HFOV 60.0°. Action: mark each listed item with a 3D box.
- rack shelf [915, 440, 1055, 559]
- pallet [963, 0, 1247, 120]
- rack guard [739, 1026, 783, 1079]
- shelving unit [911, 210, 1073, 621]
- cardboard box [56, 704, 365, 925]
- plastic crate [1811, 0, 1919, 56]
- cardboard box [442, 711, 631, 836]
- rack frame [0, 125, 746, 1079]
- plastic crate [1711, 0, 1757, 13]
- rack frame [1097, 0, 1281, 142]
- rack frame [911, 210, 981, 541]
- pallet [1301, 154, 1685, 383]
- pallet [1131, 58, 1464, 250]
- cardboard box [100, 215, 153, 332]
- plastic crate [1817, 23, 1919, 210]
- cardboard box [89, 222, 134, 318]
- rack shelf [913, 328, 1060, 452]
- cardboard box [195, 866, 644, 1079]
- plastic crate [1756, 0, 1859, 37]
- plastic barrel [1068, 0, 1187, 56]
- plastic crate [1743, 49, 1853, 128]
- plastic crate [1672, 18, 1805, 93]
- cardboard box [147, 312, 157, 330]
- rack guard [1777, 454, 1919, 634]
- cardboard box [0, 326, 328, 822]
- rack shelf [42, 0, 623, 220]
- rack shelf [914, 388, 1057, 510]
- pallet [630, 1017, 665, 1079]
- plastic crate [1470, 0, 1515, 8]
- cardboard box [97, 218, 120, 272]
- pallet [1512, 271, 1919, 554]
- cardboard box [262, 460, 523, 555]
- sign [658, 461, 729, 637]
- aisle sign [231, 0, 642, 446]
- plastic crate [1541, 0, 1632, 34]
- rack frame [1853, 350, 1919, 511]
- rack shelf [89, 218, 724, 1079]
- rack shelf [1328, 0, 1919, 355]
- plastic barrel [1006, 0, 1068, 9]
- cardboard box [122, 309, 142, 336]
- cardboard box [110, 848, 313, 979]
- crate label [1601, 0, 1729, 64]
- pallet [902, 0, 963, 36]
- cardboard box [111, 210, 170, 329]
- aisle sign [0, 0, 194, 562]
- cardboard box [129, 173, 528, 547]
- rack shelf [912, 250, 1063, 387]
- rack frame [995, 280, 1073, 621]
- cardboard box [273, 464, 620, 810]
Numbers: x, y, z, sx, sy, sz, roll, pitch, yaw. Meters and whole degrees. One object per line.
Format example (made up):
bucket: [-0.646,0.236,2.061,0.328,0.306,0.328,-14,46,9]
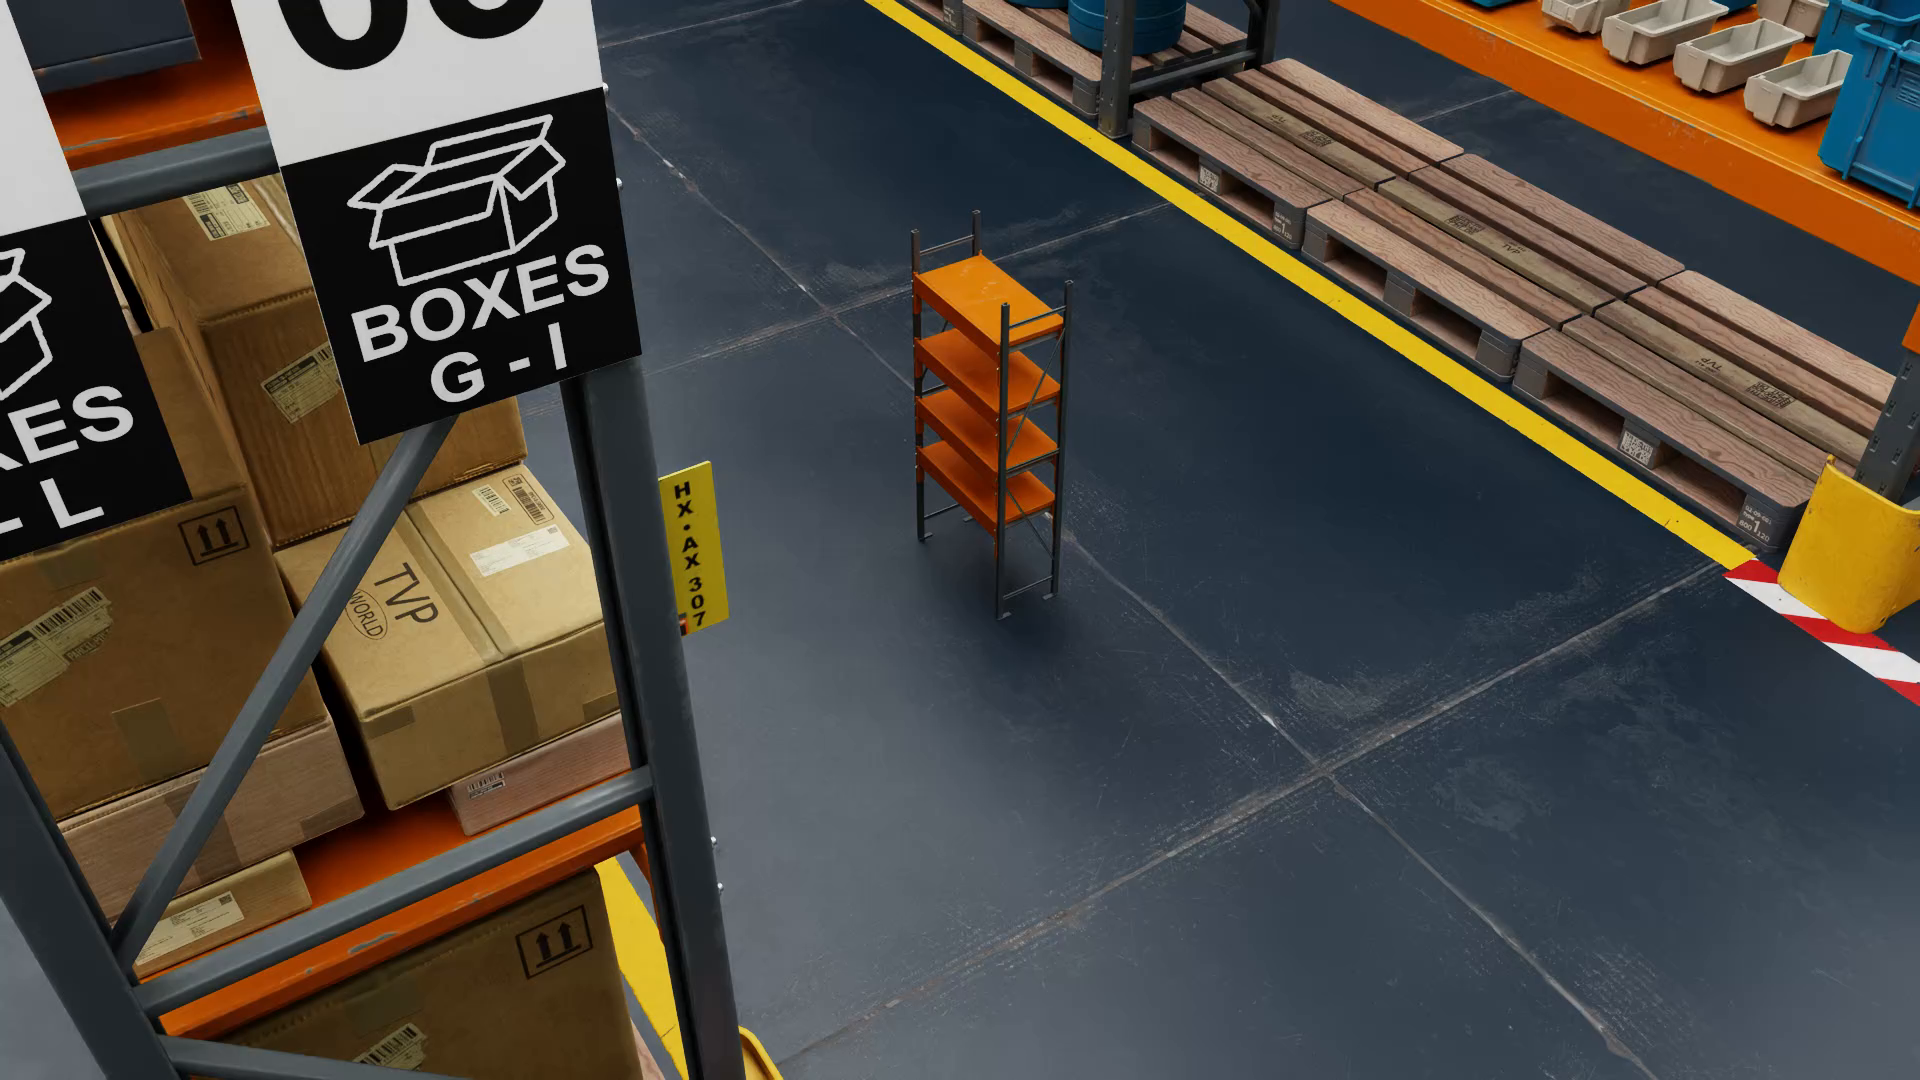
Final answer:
rack shelf: [0.089,-0.167,5.429,0.258,0.148,0.480,-22,45,-24]
pallet: [0.748,-2.652,8.768,1.003,0.211,1.213,-22,45,-24]
rack guard: [-0.885,1.545,3.506,1.175,0.500,0.348,-22,45,-24]
shelving unit: [0.089,-0.372,5.259,0.258,1.200,0.503,-22,45,-24]
cardboard box: [-1.382,0.344,2.878,0.500,0.250,0.500,-23,45,-25]
plastic crate: [3.069,-1.694,5.524,0.416,0.233,0.300,-22,45,-24]
cardboard box: [-0.811,0.363,3.168,0.380,0.149,0.250,-22,44,-24]
rack frame: [-0.901,0.572,2.720,0.949,2.616,0.053,-22,45,-24]
plastic crate: [2.715,-2.050,5.950,0.416,0.233,0.300,-22,45,-24]
rack frame: [1.127,-3.293,7.358,1.000,3.000,0.127,-22,45,-24]
rack frame: [-0.042,-0.503,5.417,0.240,1.200,0.015,-22,45,-24]
pallet: [2.216,-1.179,7.000,1.003,0.211,1.213,-22,45,-24]
pallet: [1.555,-1.838,7.791,1.003,0.211,1.213,-22,45,-24]
cardboard box: [-1.766,-0.668,4.093,0.500,0.250,0.500,-23,45,-25]
plastic crate: [2.941,-1.287,4.876,0.616,0.435,0.499,-22,45,-24]
cardboard box: [-2.212,-0.484,3.872,0.500,0.250,0.500,-22,45,-24]
rack shelf: [0.089,-0.492,5.159,0.258,0.148,0.480,-22,45,-24]
cardboard box: [-1.309,0.908,3.649,0.875,0.875,0.875,-22,45,-24]
plastic crate: [2.956,-1.870,5.810,0.250,0.136,0.298,-22,45,-24]
plastic barrel: [0.849,-2.947,8.255,0.600,0.901,0.708,-22,45,-24]
plastic crate: [2.687,-1.433,5.286,0.396,0.136,0.243,-22,45,-24]
plastic crate: [2.543,-1.595,5.480,0.396,0.136,0.243,-22,45,-24]
cardboard box: [-1.481,-0.388,3.757,0.500,0.250,0.500,-24,45,-26]
rack guard: [3.302,-0.165,5.557,1.175,0.500,0.348,-22,45,-24]
cardboard box: [-1.381,0.054,2.641,0.500,0.500,0.500,-22,44,-24]
rack shelf: [-1.973,-1.384,3.287,1.077,0.370,4.000,-22,45,-24]
rack shelf: [0.089,-0.320,5.302,0.258,0.148,0.480,-22,45,-24]
pallet: [-1.394,1.238,4.100,1.003,0.211,1.213,-22,45,-24]
plastic crate: [1.958,-2.113,6.026,0.416,0.233,0.300,-22,45,-24]
cardboard box: [-2.035,-0.942,4.423,0.500,0.250,0.500,-21,44,-24]
pallet: [2.867,-0.521,6.210,1.003,0.211,1.213,-22,45,-24]
cardboard box: [-1.213,-0.116,3.430,0.500,0.250,0.500,-23,45,-25]
sign: [-0.427,0.020,2.644,0.100,0.325,0.005,-22,45,-24]
aisle sign: [-0.606,-0.492,1.966,0.394,0.787,0.004,-22,45,-24]
plastic crate: [2.198,-1.890,5.834,0.298,0.136,0.250,-22,45,-24]
rack frame: [3.278,-1.134,4.767,1.000,3.000,0.127,-22,45,-24]
rack shelf: [-1.973,-0.232,4.247,1.077,0.370,4.000,-22,45,-24]
rack shelf: [2.203,-1.937,6.293,1.077,0.370,4.000,-22,45,-24]
plastic barrel: [0.468,-3.329,8.714,0.600,0.901,0.708,-22,45,-24]
cardboard box: [-1.928,-0.204,3.537,0.500,0.250,0.500,-24,45,-26]
cardboard box: [-1.367,0.589,2.896,0.380,0.149,0.250,-21,44,-24]
crate label: [2.373,-1.737,5.650,0.396,0.136,0.243,-22,45,-24]
pallet: [0.088,-3.311,9.559,1.003,0.211,1.213,-22,45,-24]
cardboard box: [-1.481,-0.673,3.513,0.500,0.500,0.500,-23,45,-26]
aisle sign: [-1.112,-0.285,1.719,0.394,0.787,0.004,-22,45,-24]
cardboard box: [-1.197,-0.395,3.180,0.500,0.500,0.500,-23,45,-25]
rack shelf: [0.089,-0.673,5.007,0.258,0.148,0.480,-22,45,-24]
rack frame: [0.220,-0.240,5.101,0.240,1.200,0.015,-22,45,-24]
cardboard box: [-0.928,0.163,3.097,0.500,0.250,0.500,-23,45,-25]
